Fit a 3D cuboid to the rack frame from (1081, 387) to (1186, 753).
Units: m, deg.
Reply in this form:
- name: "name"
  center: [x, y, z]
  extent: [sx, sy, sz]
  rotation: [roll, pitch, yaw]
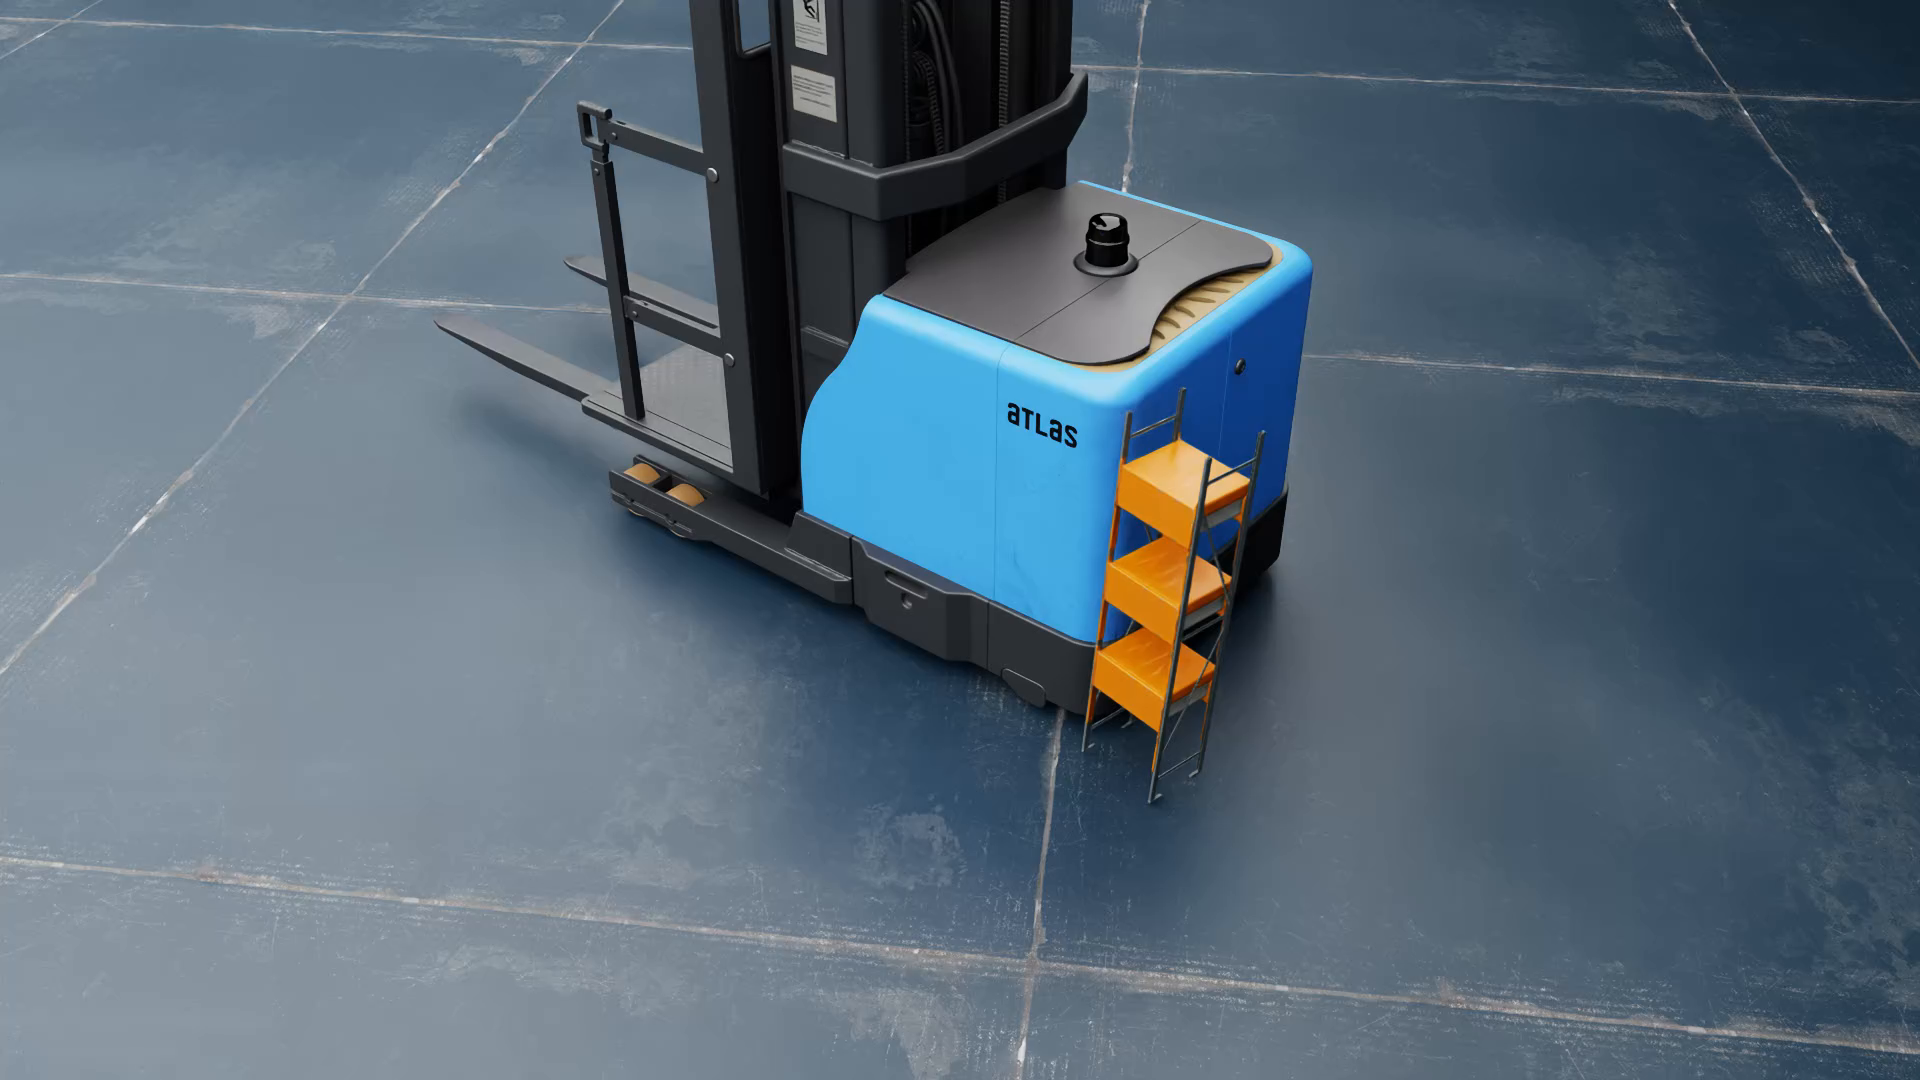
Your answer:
- name: "rack frame"
  center: [0.430, 0.102, 4.182]
  extent: [0.200, 1.050, 0.008]
  rotation: [-25, 44, -34]

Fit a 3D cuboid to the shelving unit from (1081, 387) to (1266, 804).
- name: "shelving unit"
  center: [0.510, 0.158, 4.110]
  extent: [0.215, 1.050, 0.252]
  rotation: [-25, 44, -34]

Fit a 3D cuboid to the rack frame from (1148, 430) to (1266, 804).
- name: "rack frame"
  center: [0.591, 0.215, 4.037]
  extent: [0.200, 1.050, 0.008]
  rotation: [-25, 44, -34]

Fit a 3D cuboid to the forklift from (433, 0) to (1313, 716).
- name: "forklift"
  center: [-0.497, -1.418, 4.714]
  extent: [3.031, 2.935, 1.130]
  rotation: [24, 42, 30]

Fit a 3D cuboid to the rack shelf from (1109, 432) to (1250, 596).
- name: "rack shelf"
  center: [0.525, -0.065, 3.952]
  extent: [0.215, 0.259, 0.240]
  rotation: [-25, 44, -34]

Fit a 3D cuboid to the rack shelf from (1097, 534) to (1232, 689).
- name: "rack shelf"
  center: [0.510, 0.167, 4.116]
  extent: [0.215, 0.259, 0.240]
  rotation: [-25, 44, -34]

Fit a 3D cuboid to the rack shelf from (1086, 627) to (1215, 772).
- name: "rack shelf"
  center: [0.494, 0.394, 4.276]
  extent: [0.215, 0.259, 0.240]
  rotation: [-25, 44, -34]
